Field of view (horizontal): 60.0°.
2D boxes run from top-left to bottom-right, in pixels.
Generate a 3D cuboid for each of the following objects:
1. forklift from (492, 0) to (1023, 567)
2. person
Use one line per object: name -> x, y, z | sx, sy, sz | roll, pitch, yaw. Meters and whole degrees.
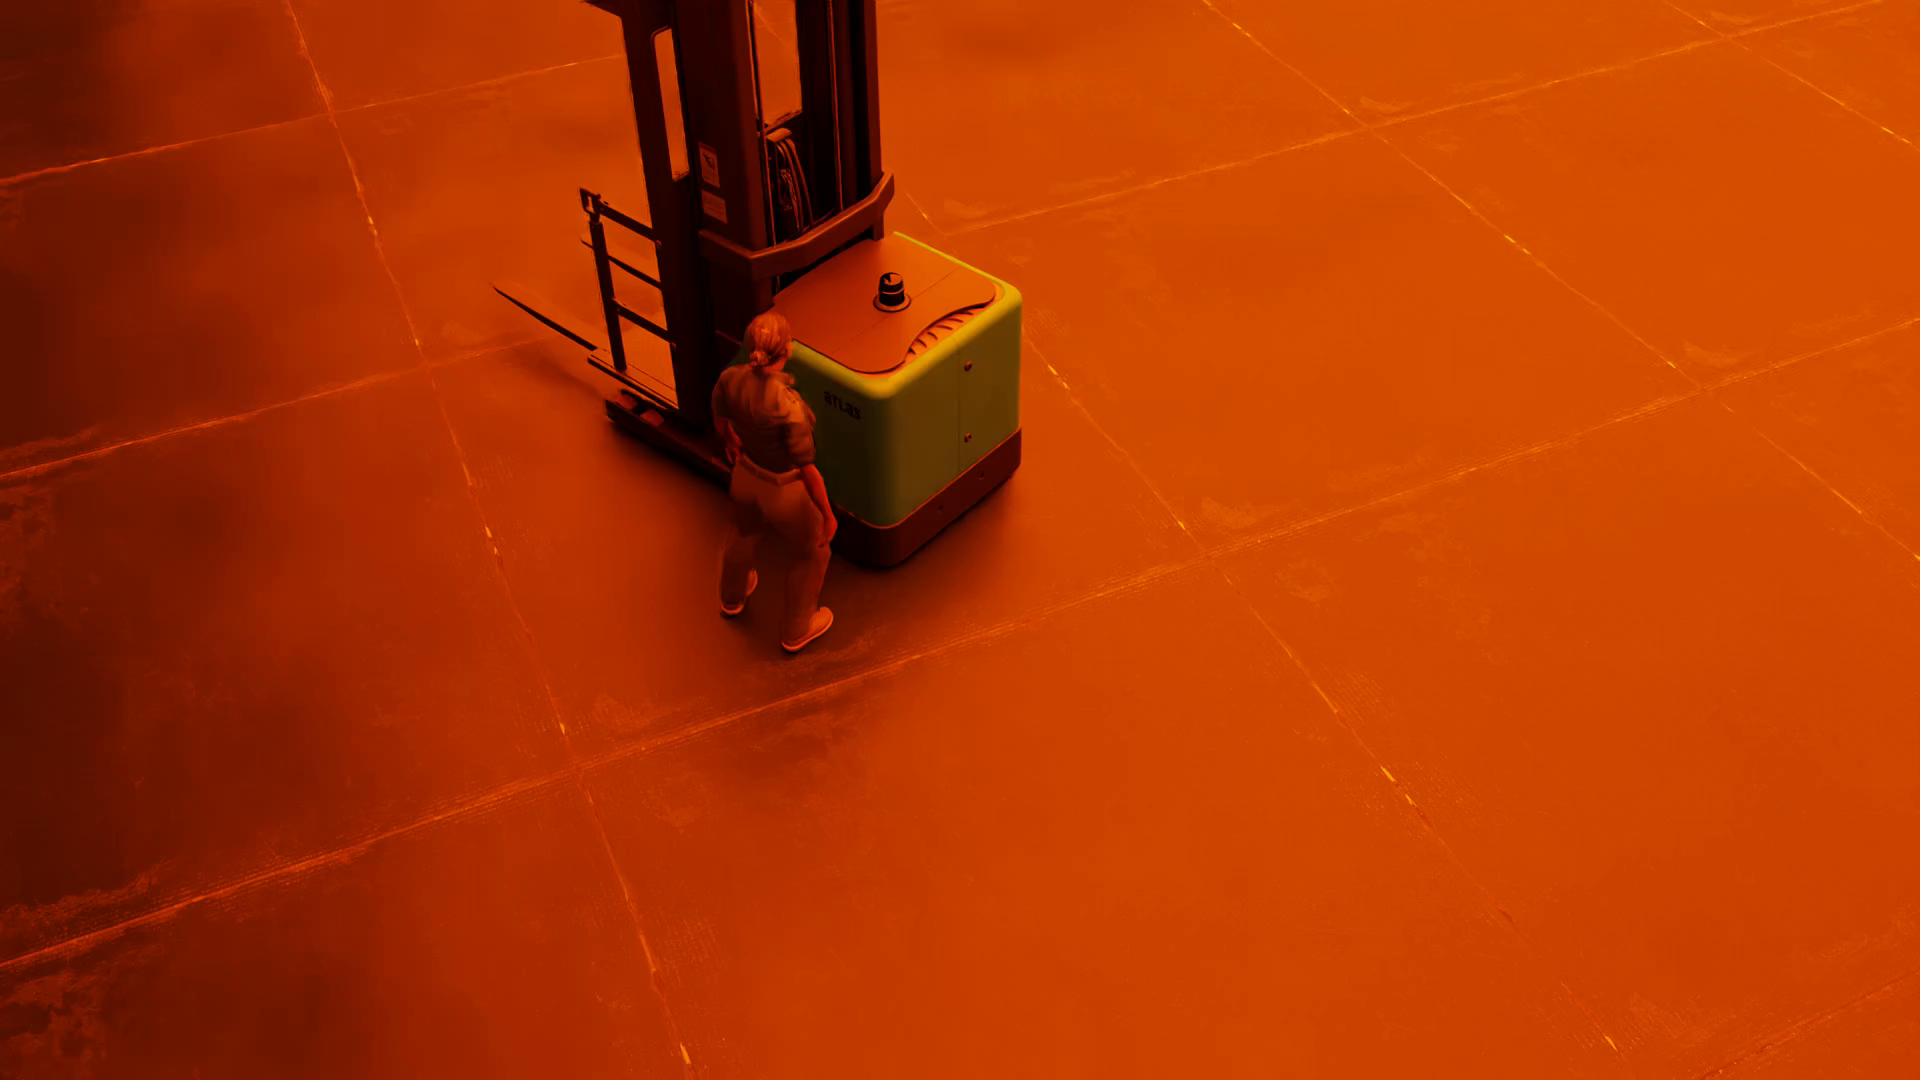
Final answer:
forklift -> -1.156, -1.804, 7.613 | 3.031, 2.935, 1.130 | 30, 51, 28
person -> -0.784, -0.242, 6.893 | 0.714, 1.636, 0.316 | 28, 50, 27
